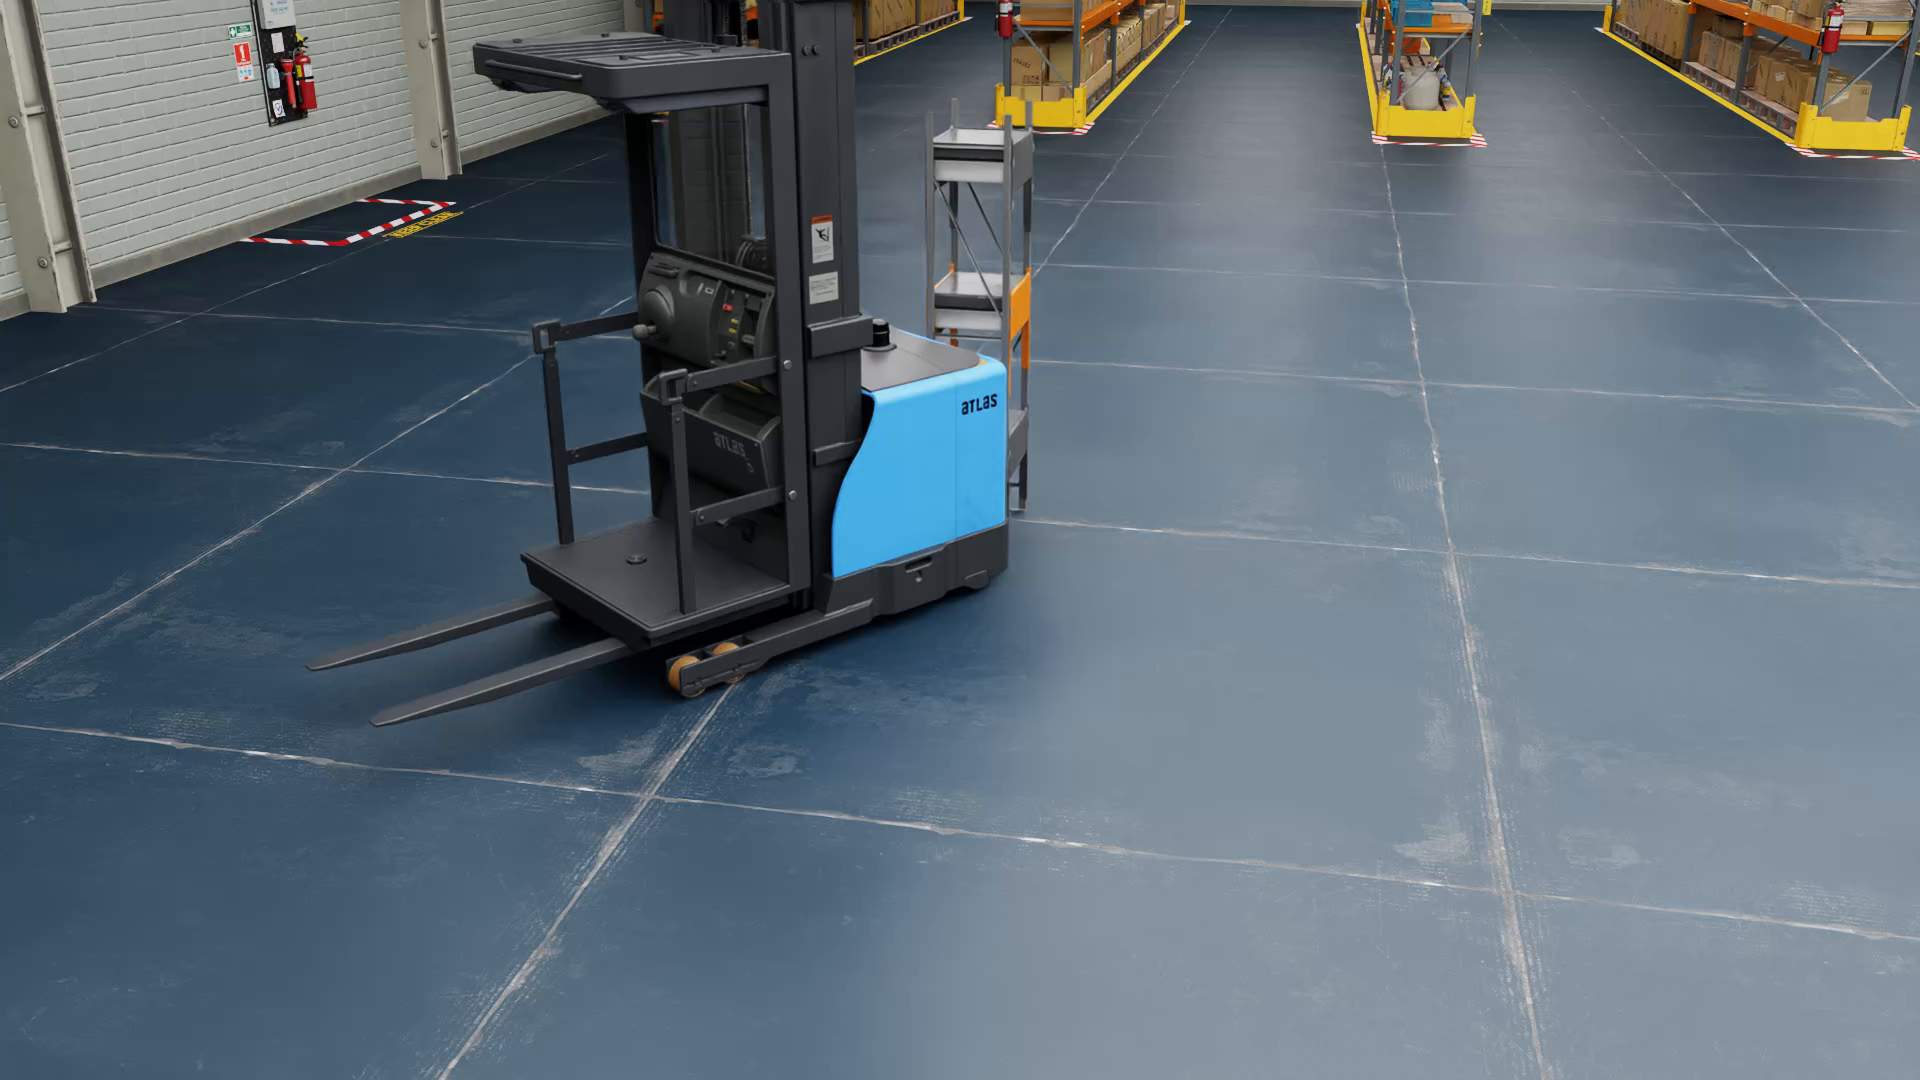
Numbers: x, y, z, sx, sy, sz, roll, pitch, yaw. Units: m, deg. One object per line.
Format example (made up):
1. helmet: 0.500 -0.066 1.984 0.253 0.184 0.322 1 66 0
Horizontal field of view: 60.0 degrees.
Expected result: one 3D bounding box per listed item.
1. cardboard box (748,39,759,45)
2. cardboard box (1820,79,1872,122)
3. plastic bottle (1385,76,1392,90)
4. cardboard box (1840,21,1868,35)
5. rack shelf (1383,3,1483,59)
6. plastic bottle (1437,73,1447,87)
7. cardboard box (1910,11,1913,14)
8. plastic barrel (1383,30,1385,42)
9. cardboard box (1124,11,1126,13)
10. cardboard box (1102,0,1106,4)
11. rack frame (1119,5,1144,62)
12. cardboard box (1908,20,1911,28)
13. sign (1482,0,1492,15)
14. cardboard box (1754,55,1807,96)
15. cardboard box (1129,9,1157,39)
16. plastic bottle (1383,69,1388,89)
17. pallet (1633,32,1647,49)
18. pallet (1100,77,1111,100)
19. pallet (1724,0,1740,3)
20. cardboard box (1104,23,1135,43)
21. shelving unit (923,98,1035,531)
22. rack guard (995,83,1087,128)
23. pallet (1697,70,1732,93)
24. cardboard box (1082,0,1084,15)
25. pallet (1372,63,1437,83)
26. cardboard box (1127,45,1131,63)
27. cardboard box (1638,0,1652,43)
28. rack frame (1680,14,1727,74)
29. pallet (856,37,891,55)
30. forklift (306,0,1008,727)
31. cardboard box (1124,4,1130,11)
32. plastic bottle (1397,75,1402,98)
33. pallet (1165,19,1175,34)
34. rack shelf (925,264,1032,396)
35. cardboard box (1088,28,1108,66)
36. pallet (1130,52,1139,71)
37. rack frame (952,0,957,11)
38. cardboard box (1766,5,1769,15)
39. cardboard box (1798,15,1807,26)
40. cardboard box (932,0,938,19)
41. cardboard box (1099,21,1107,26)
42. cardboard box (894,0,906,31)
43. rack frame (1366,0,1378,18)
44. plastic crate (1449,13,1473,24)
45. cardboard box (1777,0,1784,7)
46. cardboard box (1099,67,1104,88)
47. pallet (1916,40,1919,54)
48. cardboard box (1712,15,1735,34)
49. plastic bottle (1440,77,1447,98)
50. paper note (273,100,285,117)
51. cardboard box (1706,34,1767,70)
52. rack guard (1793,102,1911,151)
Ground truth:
1. cardboard box: -3.138 -7.393 25.452 0.500 0.500 0.500 3 22 7
2. cardboard box: 10.910 -5.398 20.525 0.500 0.500 0.500 9 24 21
3. plastic bottle: 5.941 -6.249 22.911 0.152 0.276 0.135 5 22 11
4. cardboard box: 10.622 -6.139 19.917 0.380 0.149 0.250 4 22 11
5. rack shelf: 6.325 -6.911 22.461 1.077 0.370 4.000 4 22 11
6. plastic bottle: 6.742 -6.412 23.315 0.152 0.276 0.135 5 22 12
7. cardboard box: 18.062 -9.890 31.353 0.380 0.149 0.250 4 22 9
8. plastic barrel: 7.863 -9.108 29.620 0.600 0.588 0.708 4 22 11
9. cardboard box: 2.768 -9.411 30.464 0.500 0.500 0.500 4 22 9
10. cardboard box: 1.801 -8.238 24.661 0.700 0.500 0.500 4 22 10
11. rack frame: 2.701 -9.818 28.716 1.000 3.000 0.127 4 22 11
12. cardboard box: 18.138 -9.733 31.362 0.380 0.149 0.250 3 22 8
13. sign: 6.455 -6.598 20.350 0.100 0.325 0.005 4 22 11
14. cardboard box: 11.462 -6.490 23.238 0.500 0.500 0.500 4 22 9
15. cardboard box: 3.384 -9.573 30.866 0.500 0.500 0.500 4 22 9
16. plastic bottle: 6.050 -6.530 23.600 0.061 0.283 0.133 5 23 13
17. pallet: 13.447 -9.503 31.666 1.003 0.211 1.213 4 22 11
18. pallet: 1.682 -6.774 24.890 1.003 0.211 1.213 4 22 11
19. pallet: 12.035 -8.245 25.068 1.003 0.211 1.213 4 22 11
20. cardboard box: 2.630 -8.412 27.593 0.500 0.311 0.500 4 22 11
21. shelving unit: 0.095 -1.050 8.150 0.431 2.100 0.503 5 22 12
22. rack guard: 1.064 -5.724 21.896 1.175 0.500 0.348 4 22 11
23. pallet: 11.987 -7.037 25.544 1.003 0.211 1.213 4 22 11
24. cardboard box: 1.279 -7.301 22.332 0.700 0.500 0.500 5 22 12
25. pallet: 7.103 -7.420 26.495 1.003 0.211 1.213 4 22 11
26. cardboard box: 2.523 -7.965 27.234 0.500 0.250 0.500 5 22 12
27. cardboard box: 13.104 -9.498 30.203 1.225 0.875 0.875 5 22 11
28. rack frame: 12.399 -9.061 26.837 1.000 3.000 0.127 4 22 11
29. pallet: -1.914 -9.183 30.873 1.003 0.211 1.213 4 22 11
30. forklift: -1.216 -0.940 6.763 3.031 2.935 1.130 -18 28 -38
31. cardboard box: 2.874 -9.965 30.836 0.500 0.250 0.500 4 22 10
32. plastic bottle: 6.046 -6.244 22.890 0.061 0.283 0.133 4 22 11
33. pallet: 3.905 -10.686 34.604 1.003 0.211 1.213 4 22 11
34. rack shelf: 0.095 -1.037 8.155 0.431 0.518 0.480 5 22 12
35. cardboard box: 1.891 -7.254 24.464 0.500 0.500 0.500 4 22 11
36. pallet: 2.495 -8.226 28.496 1.003 0.211 1.213 4 22 11
37. rack frame: -0.516 -13.120 36.915 1.000 3.000 0.127 4 22 11
38. cardboard box: 11.115 -7.150 22.428 0.380 0.149 0.250 4 22 11
39. cardboard box: 10.861 -6.597 21.056 0.380 0.149 0.250 4 22 11
40. cardboard box: -0.867 -11.329 35.252 0.700 0.500 0.500 5 22 12
41. cardboard box: 2.208 -8.635 28.148 0.500 0.311 0.500 4 22 10
42. cardboard box: -1.516 -10.282 32.183 0.750 0.750 0.750 5 23 13
43. rack frame: 9.182 -12.365 35.039 1.000 3.000 0.127 4 22 11
44. plastic crate: 6.415 -6.693 21.311 0.298 0.136 0.250 4 22 11
45. cardboard box: 11.290 -7.252 21.813 0.875 0.500 0.500 4 22 11
46. cardboard box: 1.805 -6.722 24.147 0.500 0.250 0.500 4 22 11
47. pallet: 18.152 -9.064 30.576 1.003 0.211 1.213 4 22 11
48. cardboard box: 12.291 -8.206 26.468 0.500 0.250 0.500 5 23 13
49. plastic bottle: 6.662 -6.216 22.836 0.097 0.271 0.097 0 22 0
50. paper note: -6.355 -4.027 15.516 0.016 0.148 0.142 4 22 11
51. cardboard box: 12.181 -7.655 26.104 0.700 0.500 0.500 3 22 6
52. rack guard: 10.782 -5.004 20.109 1.175 0.500 0.348 4 22 11
